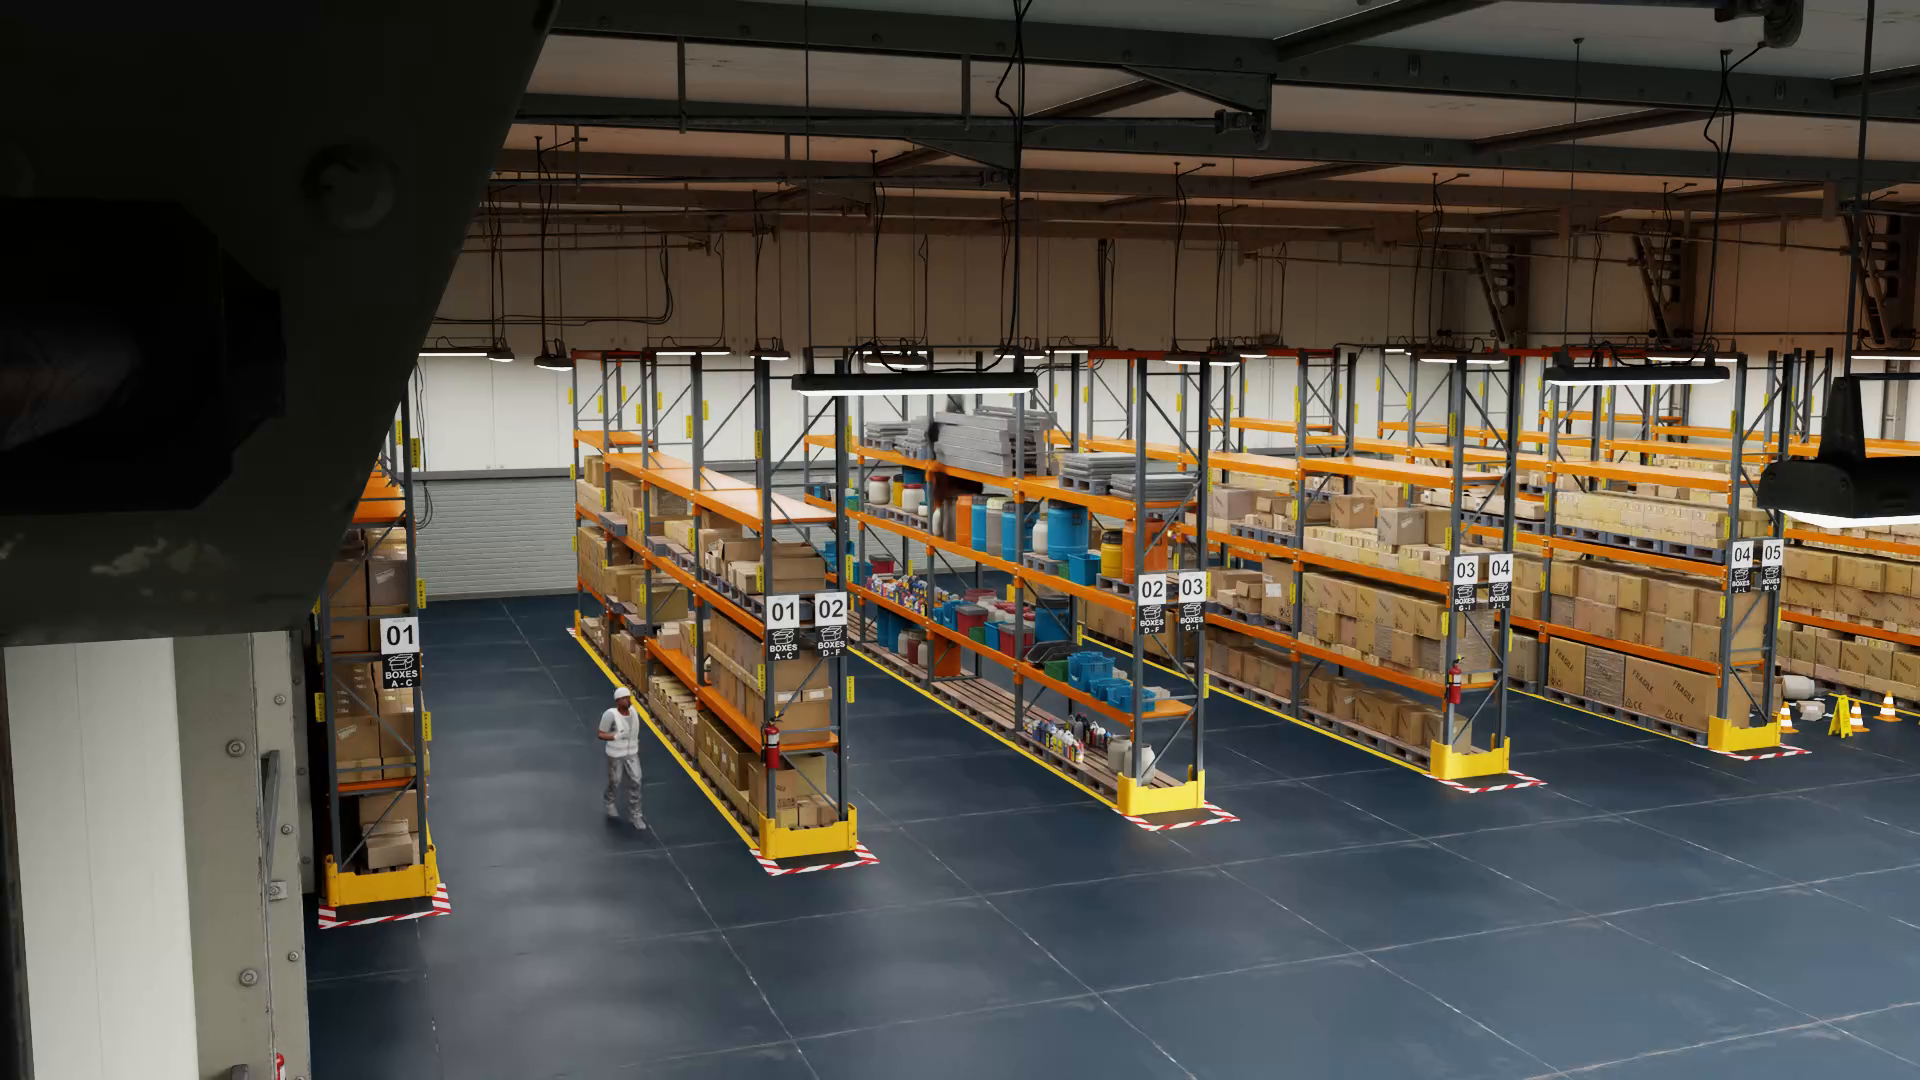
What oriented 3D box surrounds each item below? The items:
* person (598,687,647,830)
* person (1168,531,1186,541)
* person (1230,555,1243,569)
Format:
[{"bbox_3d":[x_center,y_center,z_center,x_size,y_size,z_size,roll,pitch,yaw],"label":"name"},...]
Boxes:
[{"bbox_3d":[-4.384,2.792,21.420,0.651,1.833,0.849,-6,9,-41],"label":"person"},{"bbox_3d":[5.259,0.387,40.964,0.698,1.717,0.580,3,8,24],"label":"person"},{"bbox_3d":[7.232,0.085,43.283,0.608,1.749,0.638,-7,10,-44],"label":"person"}]
